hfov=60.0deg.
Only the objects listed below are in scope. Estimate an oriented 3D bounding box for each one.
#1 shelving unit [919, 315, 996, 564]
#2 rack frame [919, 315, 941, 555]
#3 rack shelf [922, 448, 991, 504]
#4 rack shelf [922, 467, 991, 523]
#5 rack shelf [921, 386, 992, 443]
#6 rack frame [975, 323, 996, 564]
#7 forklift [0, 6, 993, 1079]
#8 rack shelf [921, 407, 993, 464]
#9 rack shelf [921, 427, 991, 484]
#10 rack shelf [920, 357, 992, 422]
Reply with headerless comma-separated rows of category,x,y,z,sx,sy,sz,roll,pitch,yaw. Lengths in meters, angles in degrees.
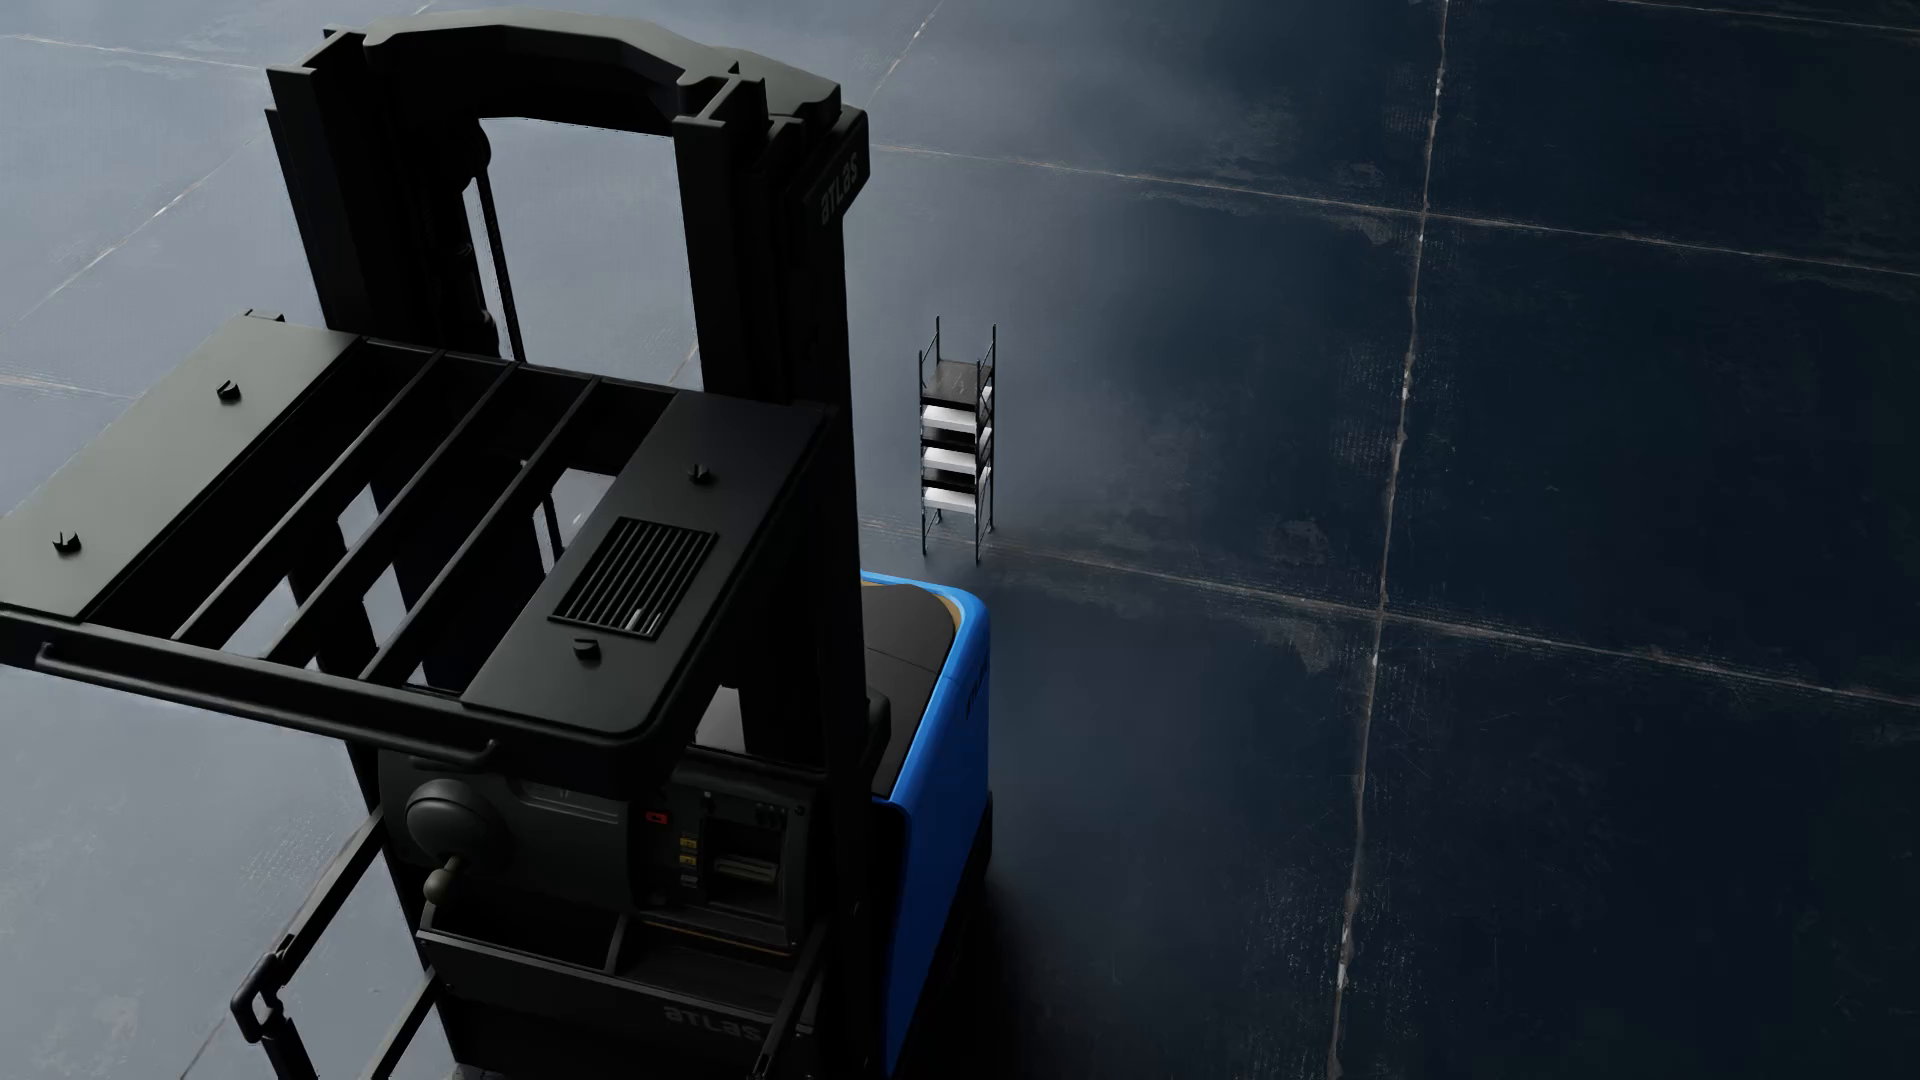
shelving unit,-0.008,-0.346,5.962,0.210,0.900,0.258,10,41,11
rack frame,-0.106,-0.363,5.982,0.006,0.900,0.240,10,41,11
rack shelf,-0.008,-0.252,6.042,0.200,0.077,0.258,10,41,11
rack shelf,-0.008,-0.183,6.099,0.200,0.077,0.258,10,41,11
rack shelf,-0.008,-0.458,5.868,0.200,0.077,0.258,10,41,11
rack frame,0.090,-0.329,5.942,0.006,0.900,0.240,10,41,11
forklift,-0.793,0.670,3.174,1.130,2.935,3.031,10,41,12
rack shelf,-0.008,-0.389,5.926,0.200,0.077,0.258,10,41,11
rack shelf,-0.008,-0.320,5.984,0.200,0.077,0.258,10,41,11
rack shelf,-0.008,-0.527,5.810,0.200,0.077,0.258,10,41,11
